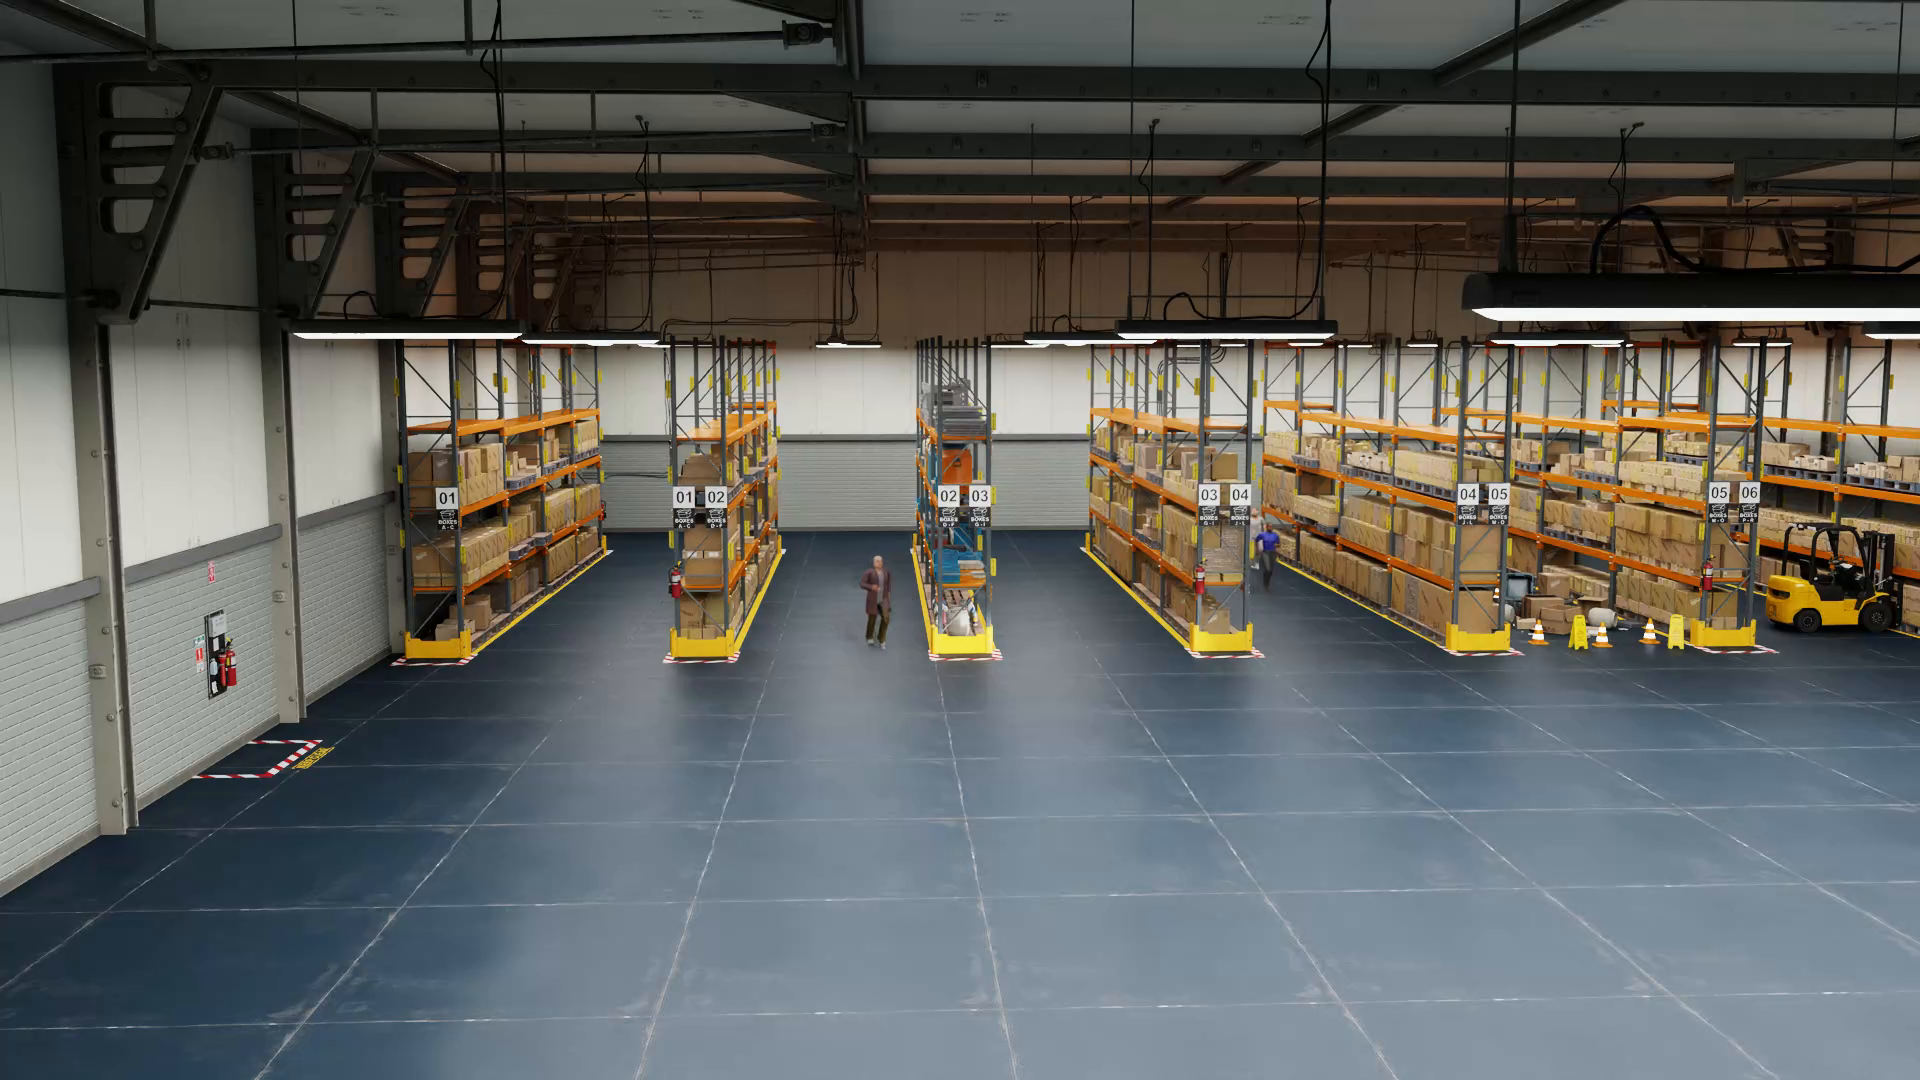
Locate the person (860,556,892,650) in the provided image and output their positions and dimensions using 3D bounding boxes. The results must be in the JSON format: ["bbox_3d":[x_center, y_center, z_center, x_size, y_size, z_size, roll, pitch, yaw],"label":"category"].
[{"bbox_3d":[-1.603,1.222,32.057,0.700,1.854,0.818,-2,7,-20],"label":"person"}]

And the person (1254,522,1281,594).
[{"bbox_3d":[7.321,0.422,39.498,0.545,1.720,0.768,-1,7,-12],"label":"person"}]

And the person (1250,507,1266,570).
[{"bbox_3d":[7.766,-0.041,43.627,0.574,1.648,0.668,0,6,1],"label":"person"}]
